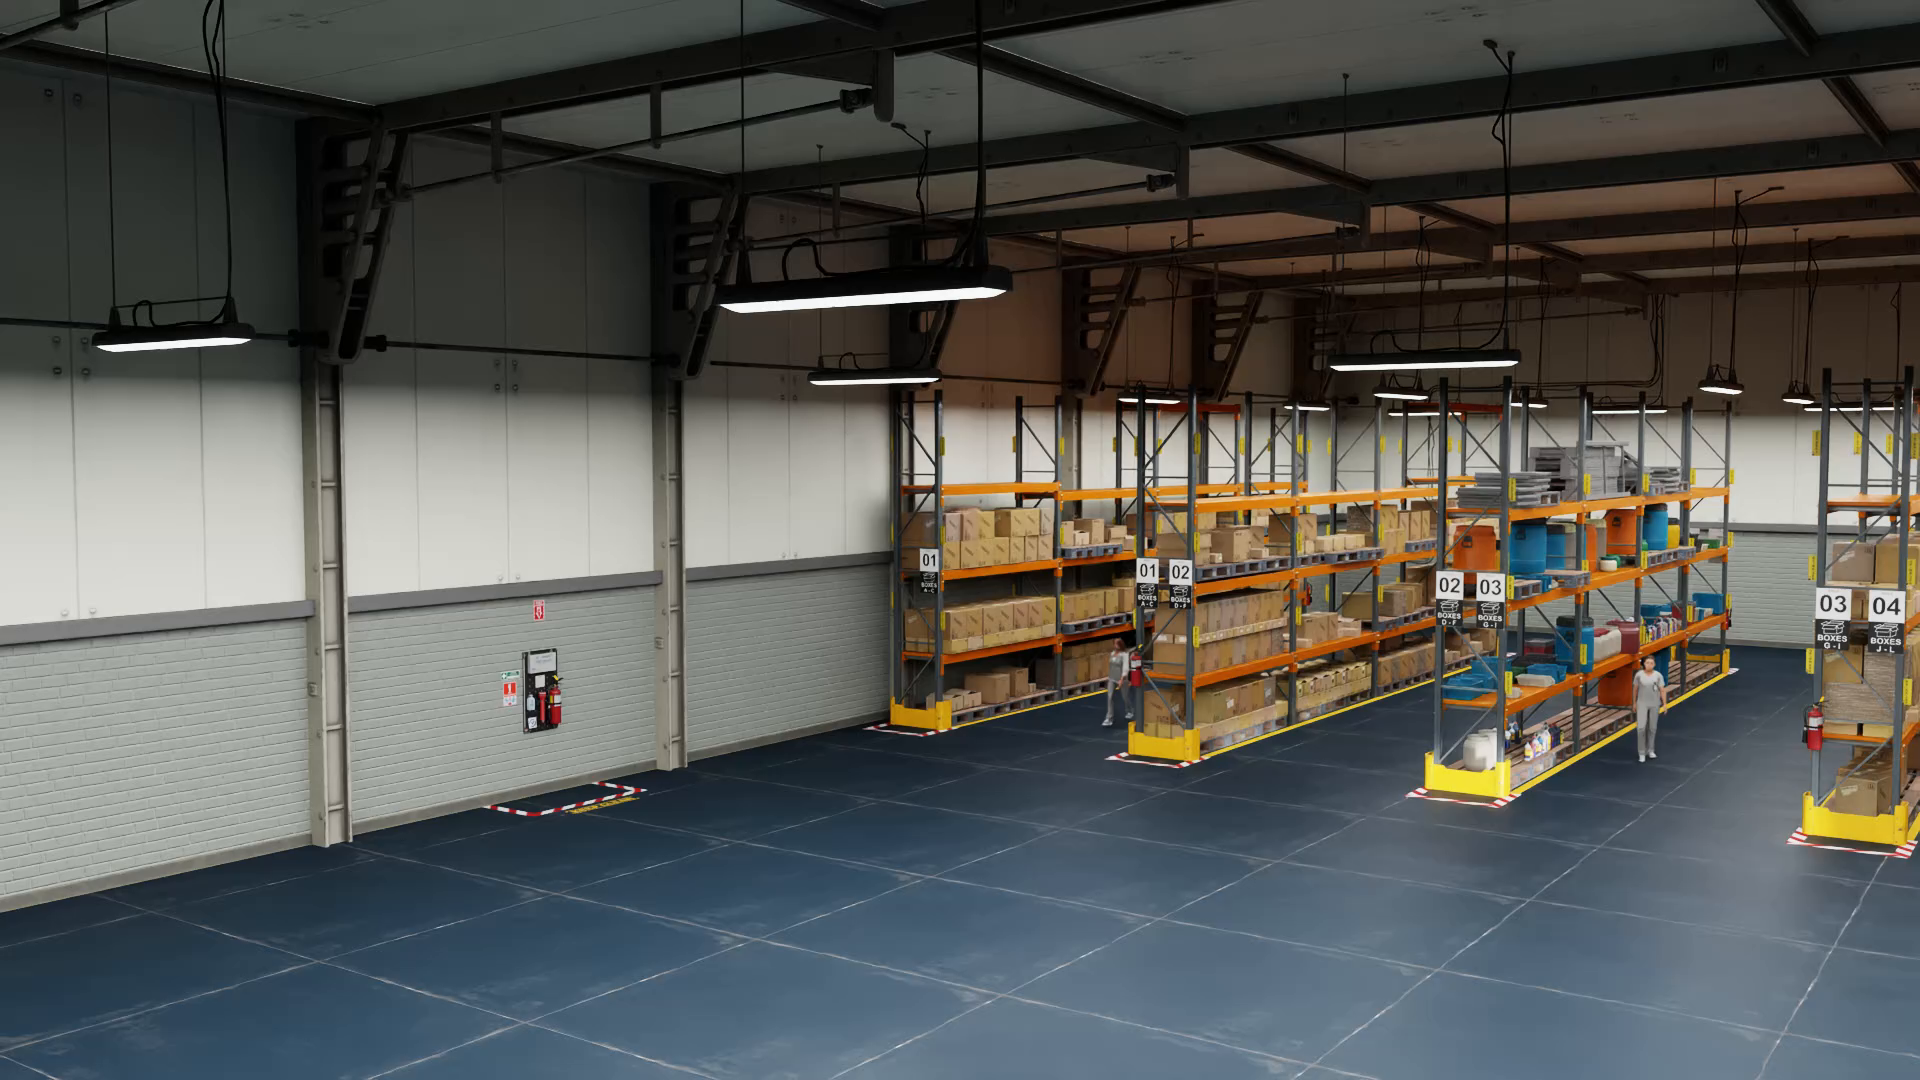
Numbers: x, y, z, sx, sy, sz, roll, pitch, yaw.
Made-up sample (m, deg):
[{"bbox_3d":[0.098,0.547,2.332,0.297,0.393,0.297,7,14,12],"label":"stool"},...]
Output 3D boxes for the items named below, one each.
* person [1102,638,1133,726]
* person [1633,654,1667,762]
[{"bbox_3d":[2.861,2.536,29.897,0.393,1.526,1.009,2,4,26],"label":"person"},{"bbox_3d":[11.013,2.692,26.561,0.492,1.734,0.530,1,3,16],"label":"person"}]
